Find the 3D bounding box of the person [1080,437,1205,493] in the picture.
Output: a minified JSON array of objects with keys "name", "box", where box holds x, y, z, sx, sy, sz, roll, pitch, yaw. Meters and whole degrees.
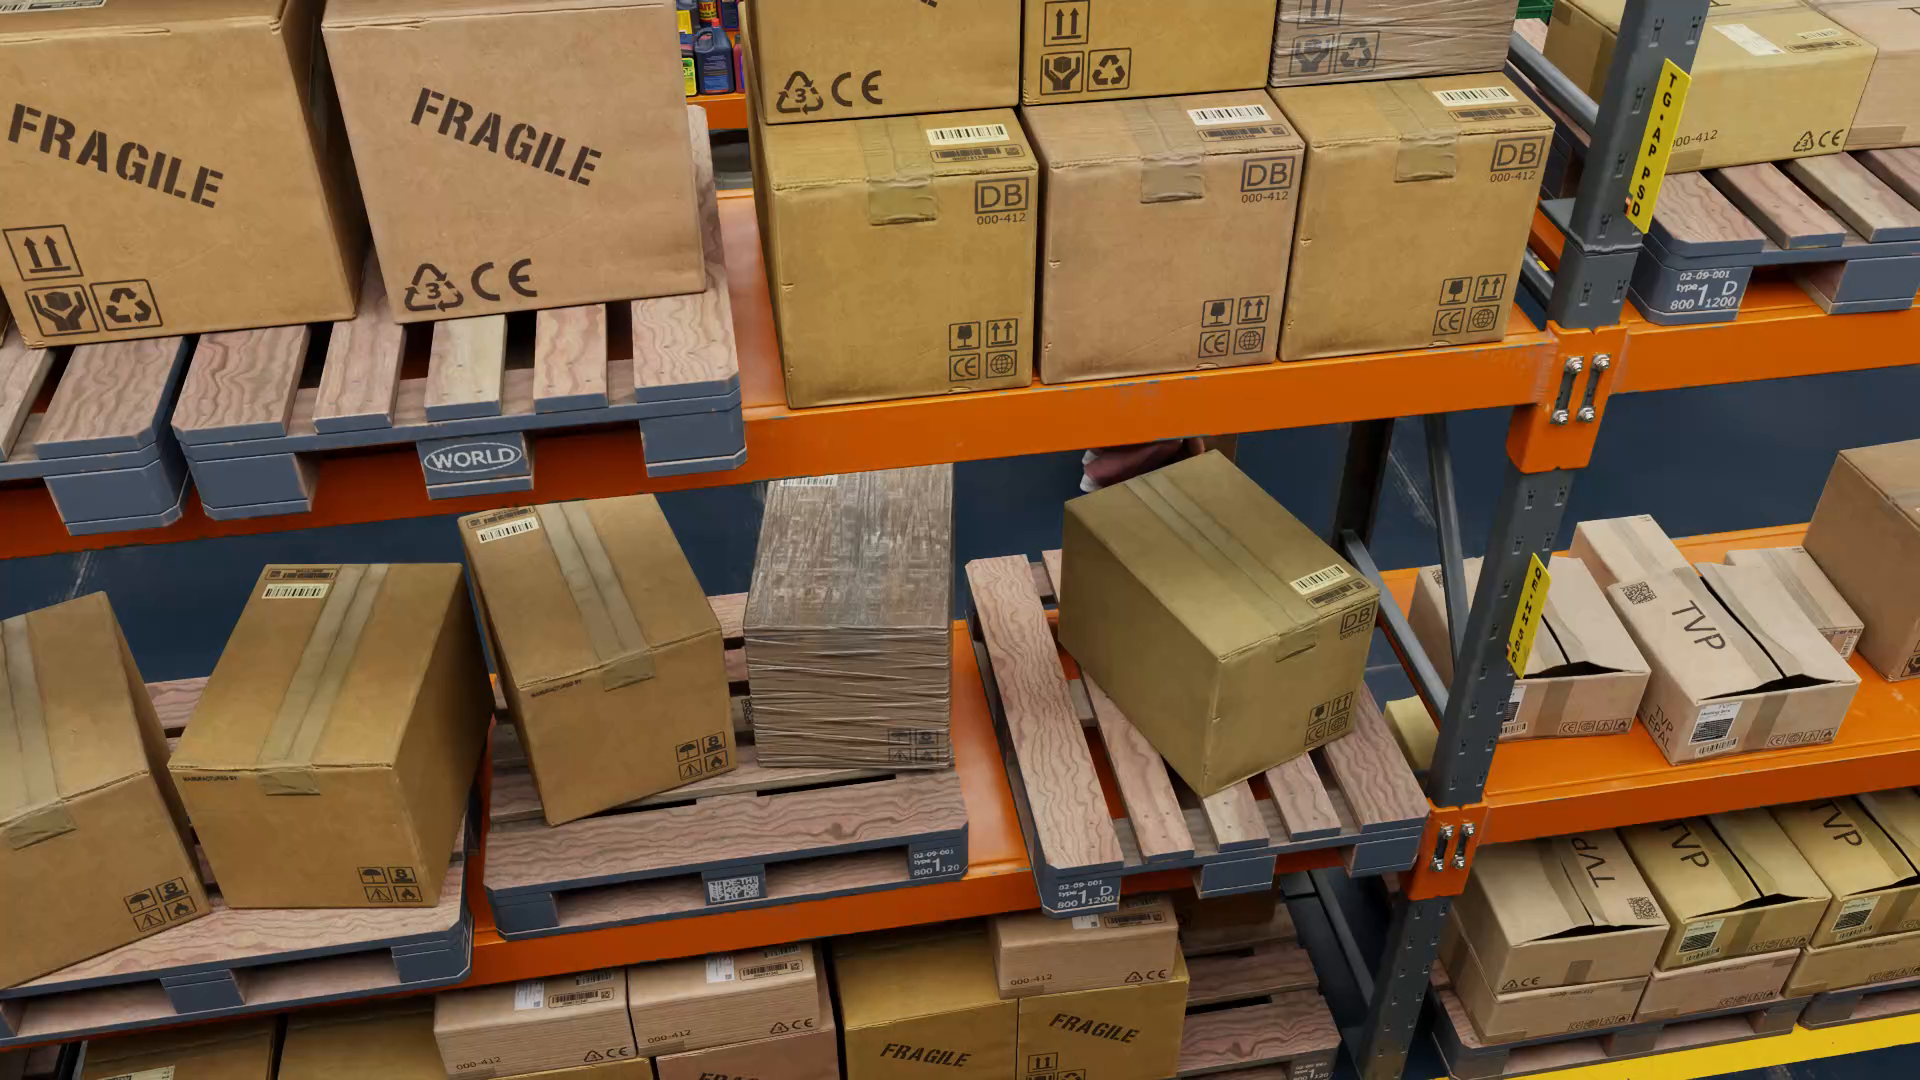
[{"name":"person","box":[0.853,-0.601,7.696,0.843,0.802,0.461,-7,39,-9]}]
